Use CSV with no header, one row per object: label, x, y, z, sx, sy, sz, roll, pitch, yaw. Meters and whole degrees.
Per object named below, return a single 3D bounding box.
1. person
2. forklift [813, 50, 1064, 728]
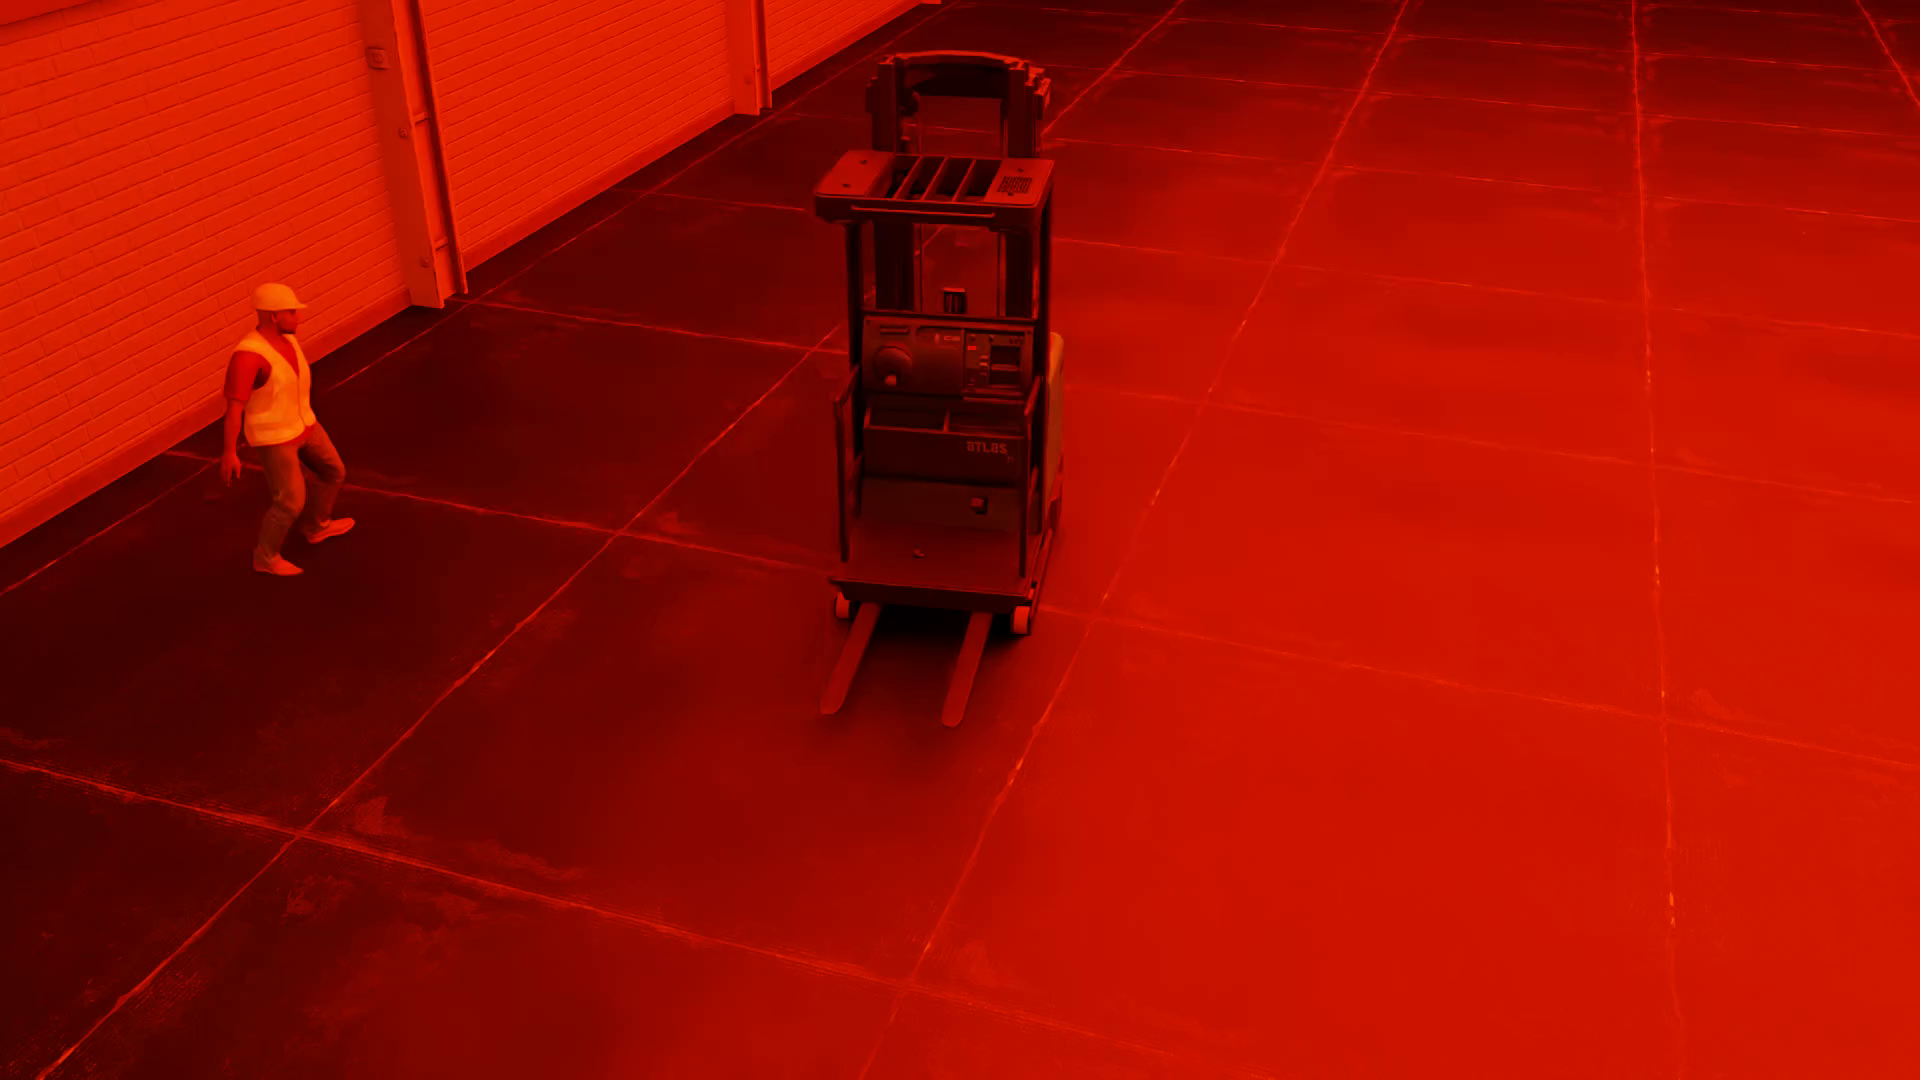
person,-3.893,-0.601,9.475,0.487,1.741,0.902,5,30,9
forklift,-0.102,-0.939,8.784,1.130,2.935,3.031,5,30,8
